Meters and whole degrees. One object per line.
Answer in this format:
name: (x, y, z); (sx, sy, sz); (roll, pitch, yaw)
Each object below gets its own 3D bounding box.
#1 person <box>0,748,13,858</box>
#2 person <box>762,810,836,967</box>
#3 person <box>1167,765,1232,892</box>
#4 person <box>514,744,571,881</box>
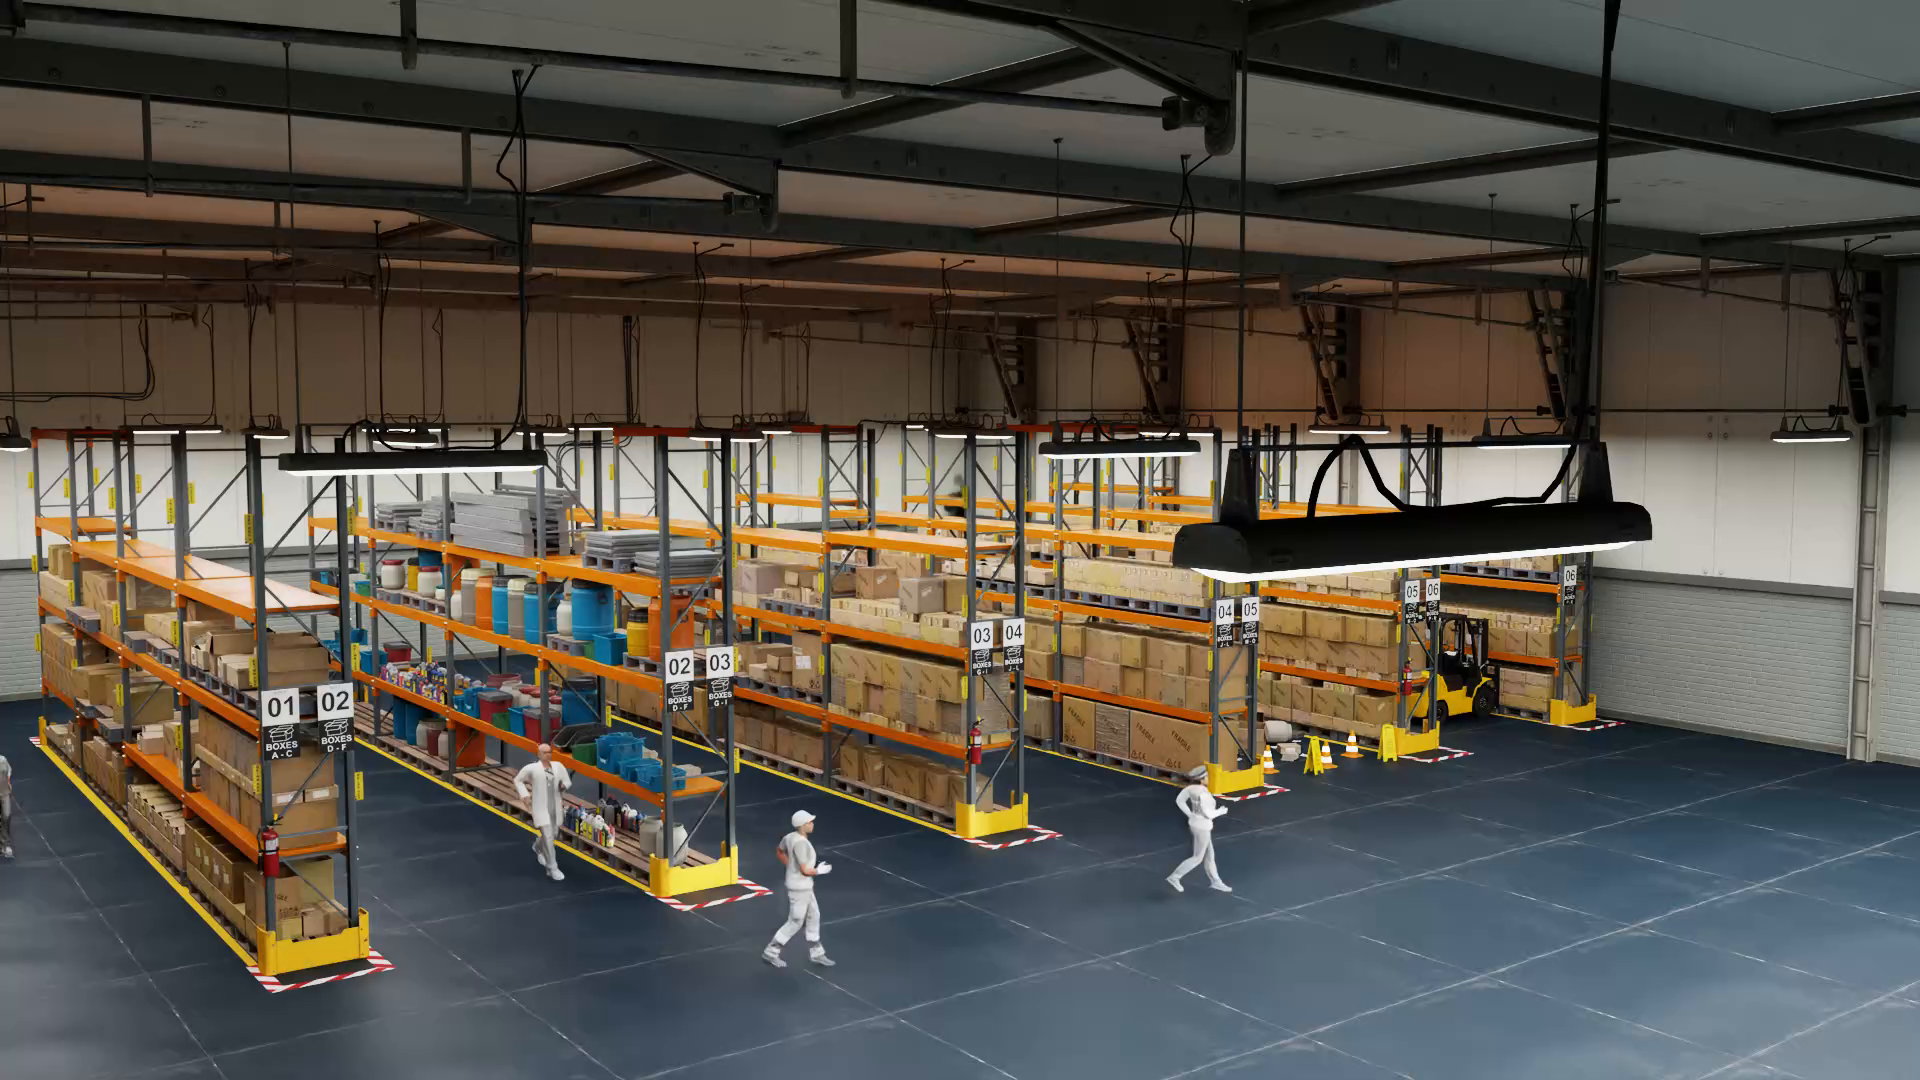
person: (-13.696, 3.661, 23.617); (0.733, 1.629, 0.525); (4, 6, 44)
person: (-1.825, 3.957, 18.773); (0.854, 1.829, 0.684); (-1, 5, -12)
person: (3.116, 3.766, 21.599); (0.919, 1.702, 0.612); (-1, 5, -11)
person: (-5.615, 3.642, 22.571); (0.703, 1.761, 1.065); (-4, 6, -41)
